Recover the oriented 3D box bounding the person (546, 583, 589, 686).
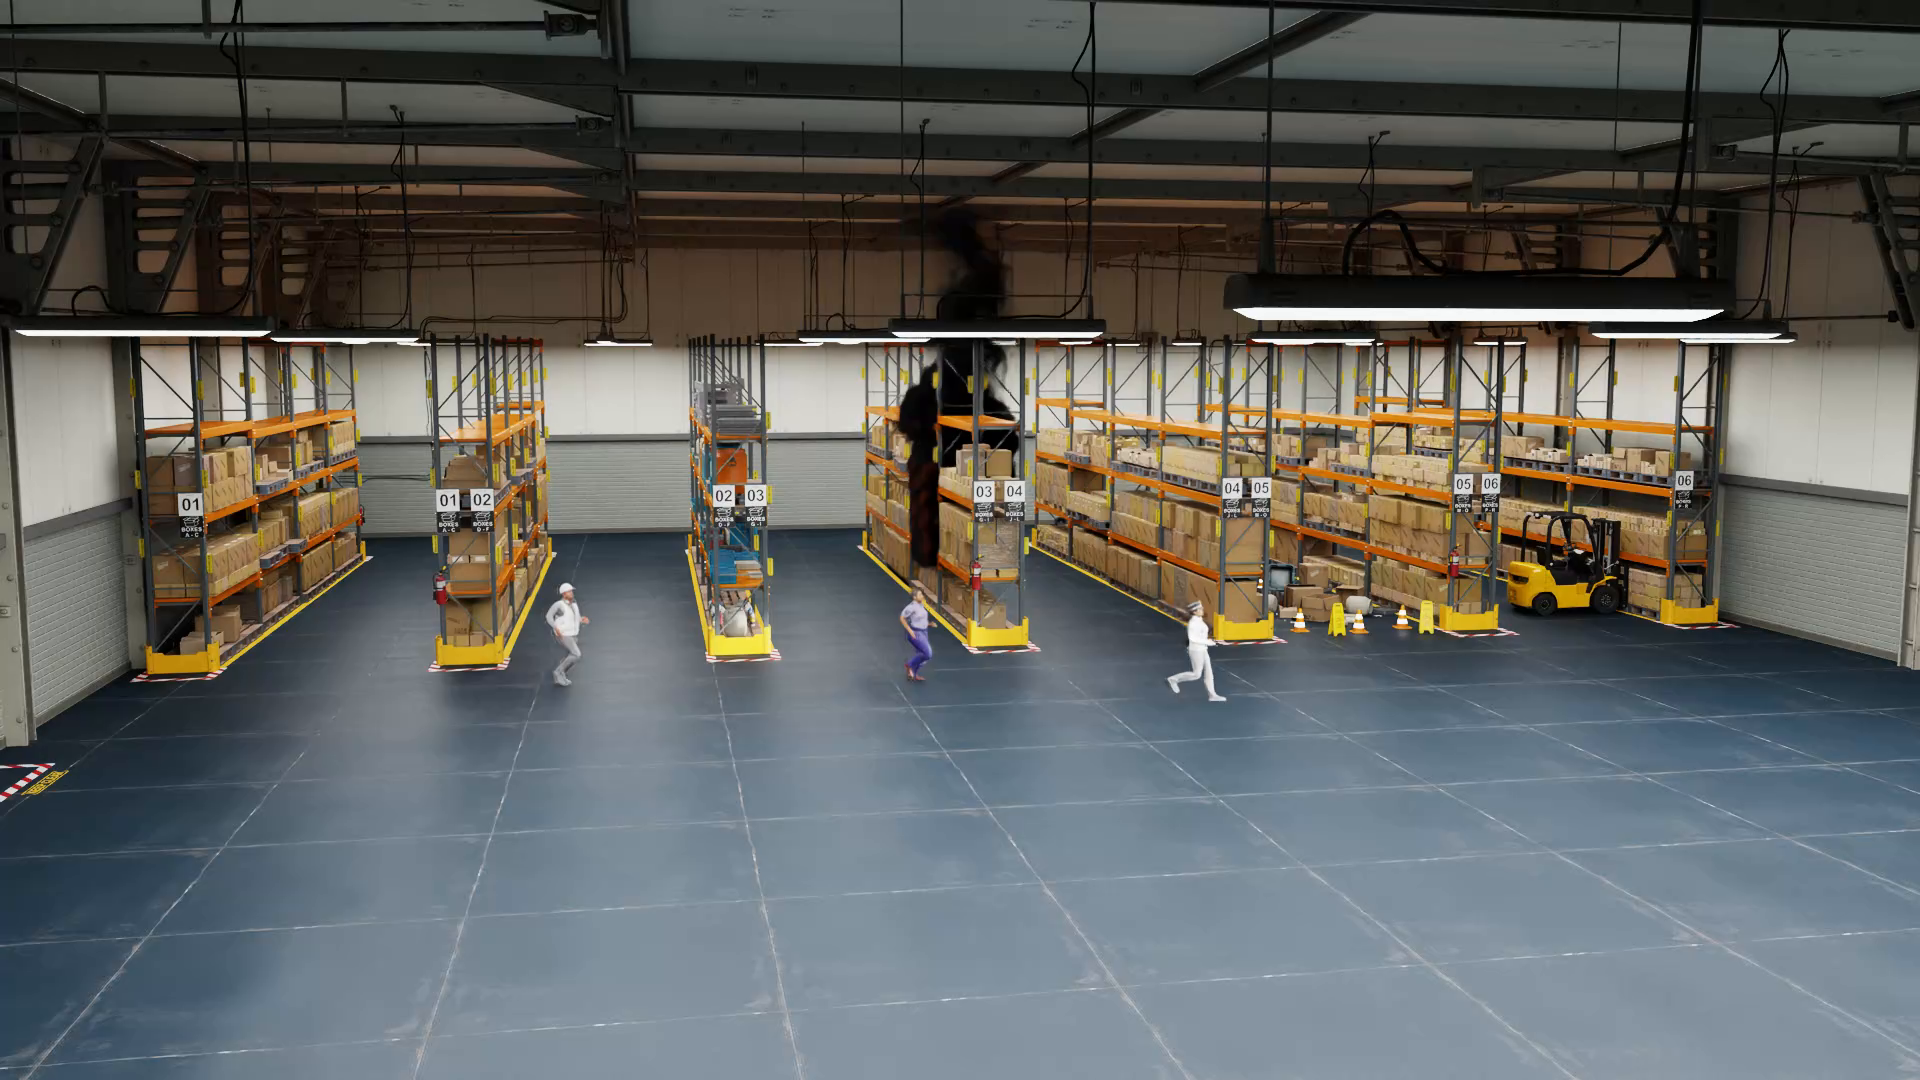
[{"bbox_3d":[-6.649,1.606,28.362,0.644,1.744,0.639,2,7,19],"label":"person"}]

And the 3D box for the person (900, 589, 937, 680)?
[{"bbox_3d":[-0.683,1.642,28.696,0.559,1.599,0.604,2,7,19],"label":"person"}]

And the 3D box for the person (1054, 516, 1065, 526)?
[{"bbox_3d":[3.081,-0.764,49.915,0.689,1.604,0.552,1,7,7],"label":"person"}]

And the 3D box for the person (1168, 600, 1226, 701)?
[{"bbox_3d":[3.878,1.797,27.051,0.949,1.656,0.630,2,7,19],"label":"person"}]
